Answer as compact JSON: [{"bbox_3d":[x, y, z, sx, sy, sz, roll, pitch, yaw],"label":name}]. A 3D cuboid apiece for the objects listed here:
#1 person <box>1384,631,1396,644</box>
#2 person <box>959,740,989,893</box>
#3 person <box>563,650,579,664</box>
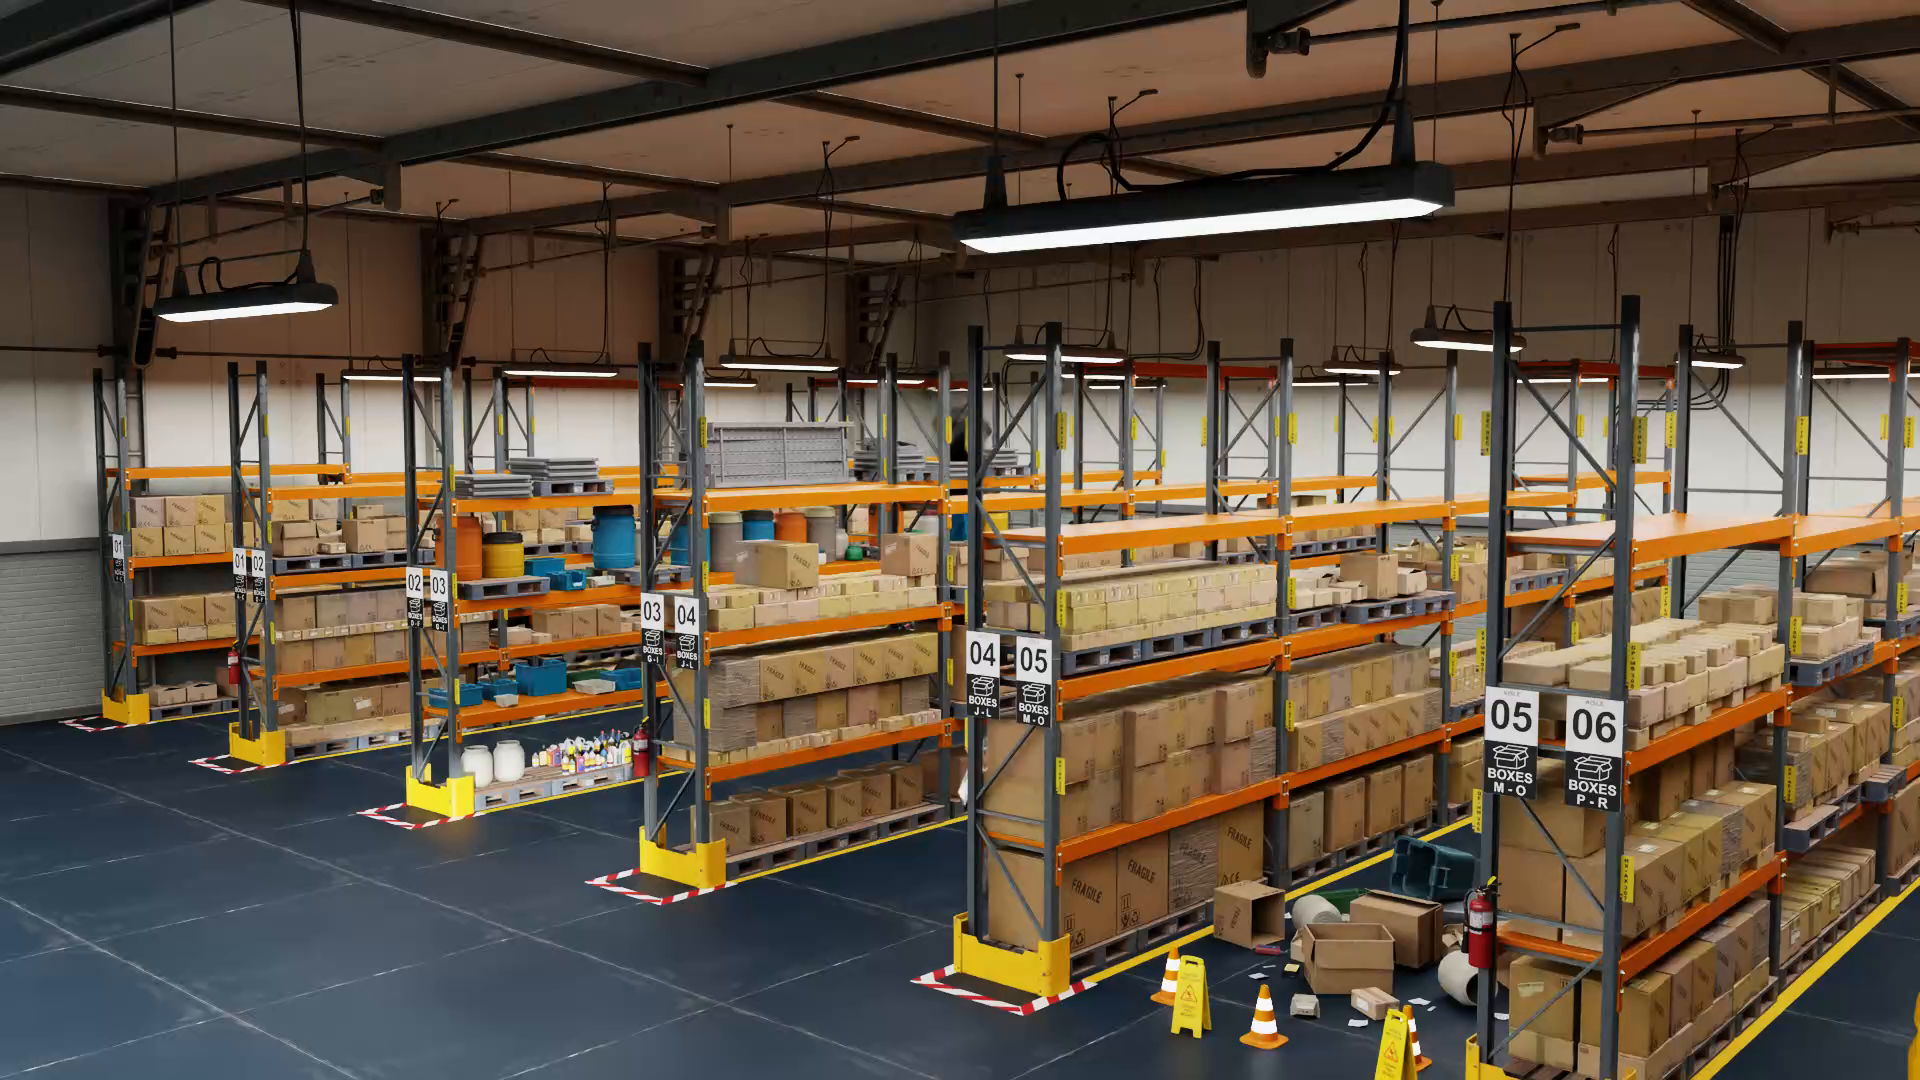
[{"bbox_3d":[7.084,2.311,27.505,0.540,1.711,0.800,2,5,30],"label":"person"},{"bbox_3d":[0.289,2.992,18.143,0.620,1.669,0.738,2,5,23],"label":"person"},{"bbox_3d":[-7.292,2.070,31.321,0.539,1.591,0.831,3,5,33],"label":"person"}]
